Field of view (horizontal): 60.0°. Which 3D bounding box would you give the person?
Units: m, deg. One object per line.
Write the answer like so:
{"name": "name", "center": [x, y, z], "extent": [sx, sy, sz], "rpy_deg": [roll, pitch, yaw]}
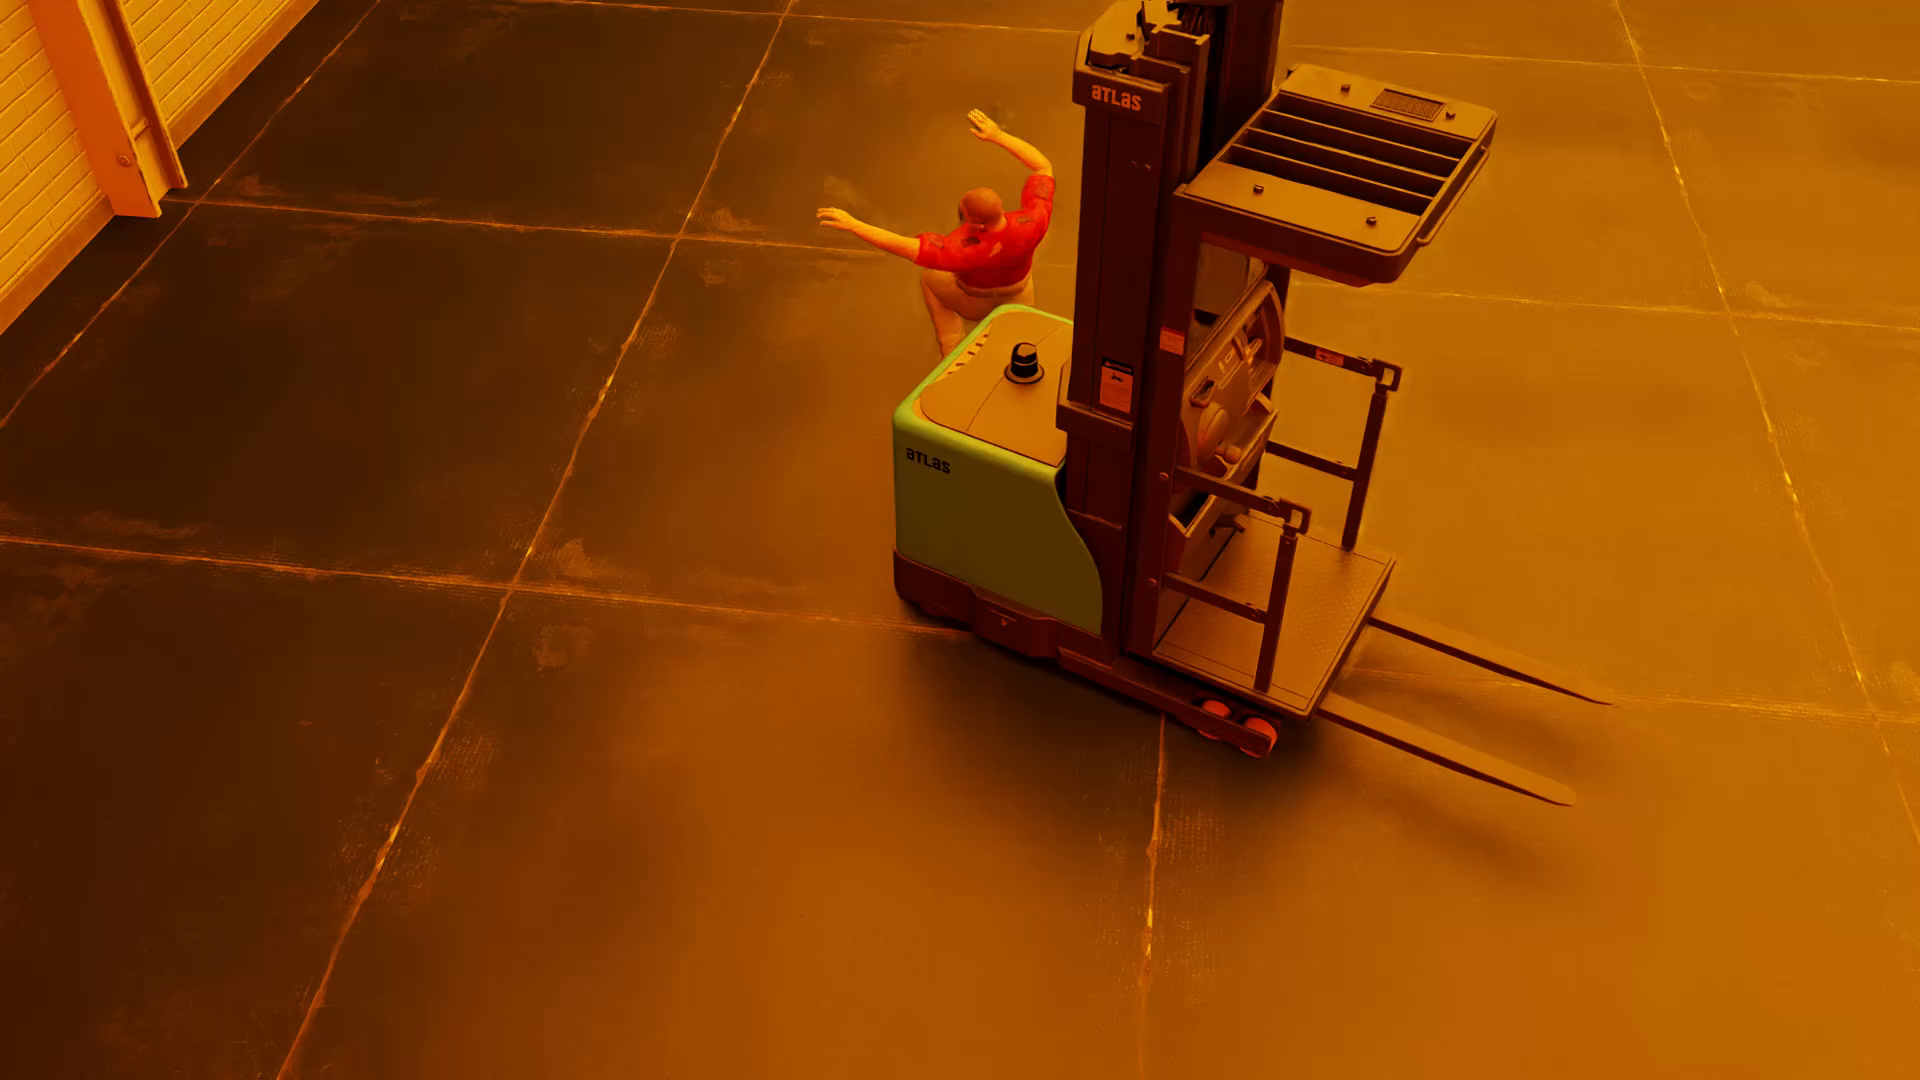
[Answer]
{"name": "person", "center": [-0.125, -1.316, 8.168], "extent": [1.120, 1.654, 0.829], "rpy_deg": [-4, 43, -4]}

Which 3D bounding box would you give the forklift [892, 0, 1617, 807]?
{"name": "forklift", "center": [1.235, -0.594, 6.371], "extent": [3.031, 2.935, 1.130], "rpy_deg": [21, 47, 22]}
